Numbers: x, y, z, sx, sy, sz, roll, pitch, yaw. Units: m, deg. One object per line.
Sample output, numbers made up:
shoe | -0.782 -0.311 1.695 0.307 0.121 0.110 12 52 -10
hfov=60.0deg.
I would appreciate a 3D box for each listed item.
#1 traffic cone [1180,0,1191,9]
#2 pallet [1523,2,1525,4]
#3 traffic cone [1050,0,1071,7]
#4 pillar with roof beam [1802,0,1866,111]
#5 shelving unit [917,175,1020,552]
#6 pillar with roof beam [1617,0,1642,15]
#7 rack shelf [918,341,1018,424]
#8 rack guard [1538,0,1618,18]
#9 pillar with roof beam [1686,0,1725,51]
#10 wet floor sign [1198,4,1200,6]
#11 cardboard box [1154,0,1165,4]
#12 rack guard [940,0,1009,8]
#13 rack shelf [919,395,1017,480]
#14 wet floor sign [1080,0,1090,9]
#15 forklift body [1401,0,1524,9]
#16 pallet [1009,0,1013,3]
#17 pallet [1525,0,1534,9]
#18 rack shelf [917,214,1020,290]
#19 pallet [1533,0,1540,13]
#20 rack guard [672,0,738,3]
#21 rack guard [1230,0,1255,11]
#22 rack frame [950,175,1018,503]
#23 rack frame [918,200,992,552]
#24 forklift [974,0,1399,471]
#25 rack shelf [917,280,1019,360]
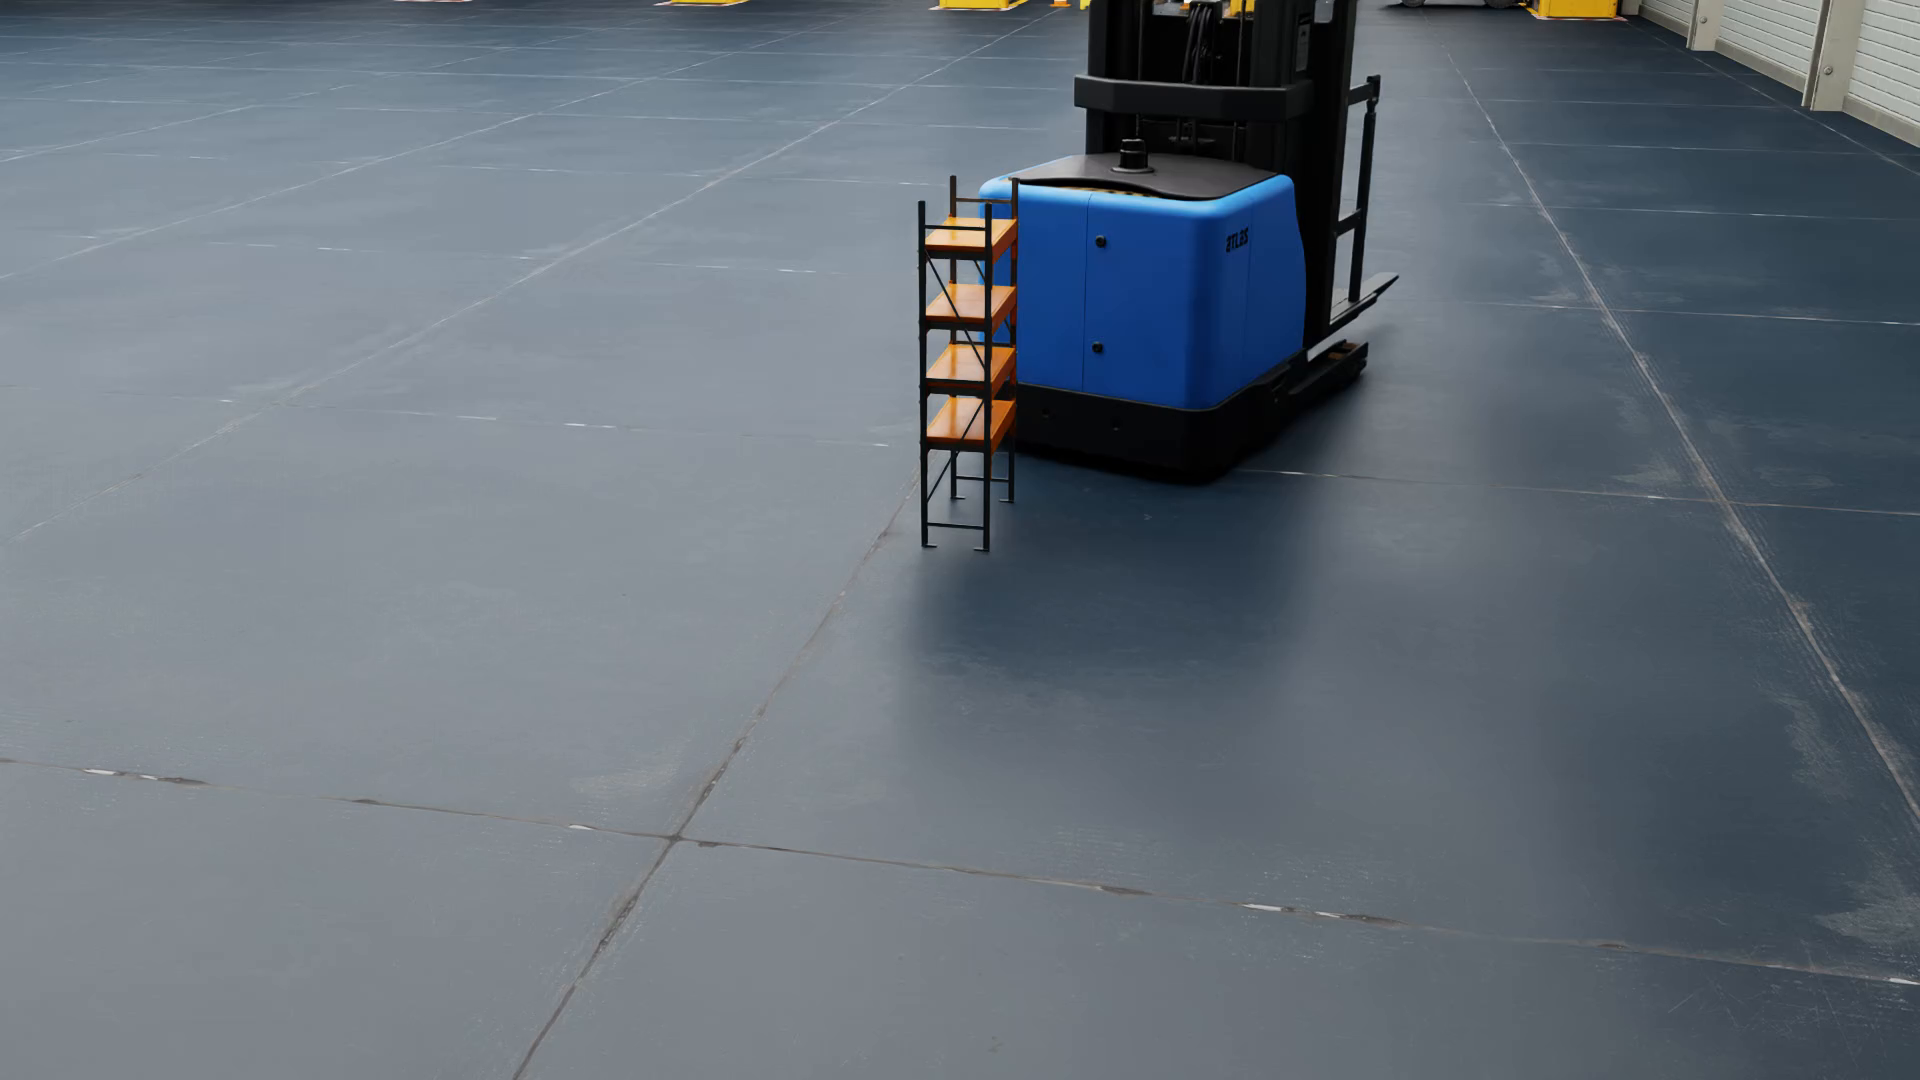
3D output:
traffic cone | 3.941 -9.328 28.395 0.336 0.463 0.334 4 22 11
pallet | 10.589 -9.754 29.789 1.003 0.211 1.213 4 22 11
traffic cone | 1.748 -9.499 28.819 0.336 0.463 0.334 4 22 11
pillar with roof beam | 4.338 -8.780 15.609 9.100 9.000 0.400 4 22 11
shelving unit | 0.034 -0.617 5.780 0.258 1.200 0.503 4 22 11
pillar with roof beam | 6.786 -13.169 26.506 9.100 9.000 0.400 4 22 11
rack shelf | 0.034 -0.555 5.805 0.258 0.148 0.480 4 22 11
rack guard | 9.971 -8.704 26.796 1.175 0.500 0.348 4 22 11
pillar with roof beam | 5.562 -10.975 21.058 9.100 9.000 0.400 4 22 11
wet floor sign | 4.030 -9.169 27.756 0.267 0.644 0.232 13 25 29
cardboard box | 3.406 -9.560 29.391 0.380 0.149 0.250 18 28 38
rack guard | 0.245 -9.421 28.577 1.175 0.500 0.348 4 22 11
rack shelf | 0.034 -0.371 5.879 0.258 0.148 0.480 4 22 11
wet floor sign | 2.182 -9.336 28.170 0.267 0.644 0.232 1 22 2
forklift body | 8.577 -10.311 28.576 2.313 2.155 1.214 4 22 11
pallet | 0.336 -9.594 29.394 1.003 0.211 1.213 4 22 11
pallet | 10.342 -9.306 28.678 1.003 0.211 1.213 4 22 11
rack shelf | 0.034 -0.982 5.633 0.258 0.148 0.480 4 22 11
pallet | 10.091 -8.861 27.574 1.003 0.211 1.213 4 22 11
rack guard | -4.570 -9.873 29.698 1.175 0.500 0.348 4 22 11
rack guard | 5.132 -9.117 27.822 1.175 0.500 0.348 4 22 11
rack frame | 0.084 -0.706 6.001 0.240 1.200 0.015 4 22 11
rack frame | -0.016 -0.528 5.558 0.240 1.200 0.015 4 22 11
forklift | 1.240 -2.126 7.209 1.130 2.935 3.031 12 25 28
rack shelf | 0.034 -0.762 5.721 0.258 0.148 0.480 4 22 11
